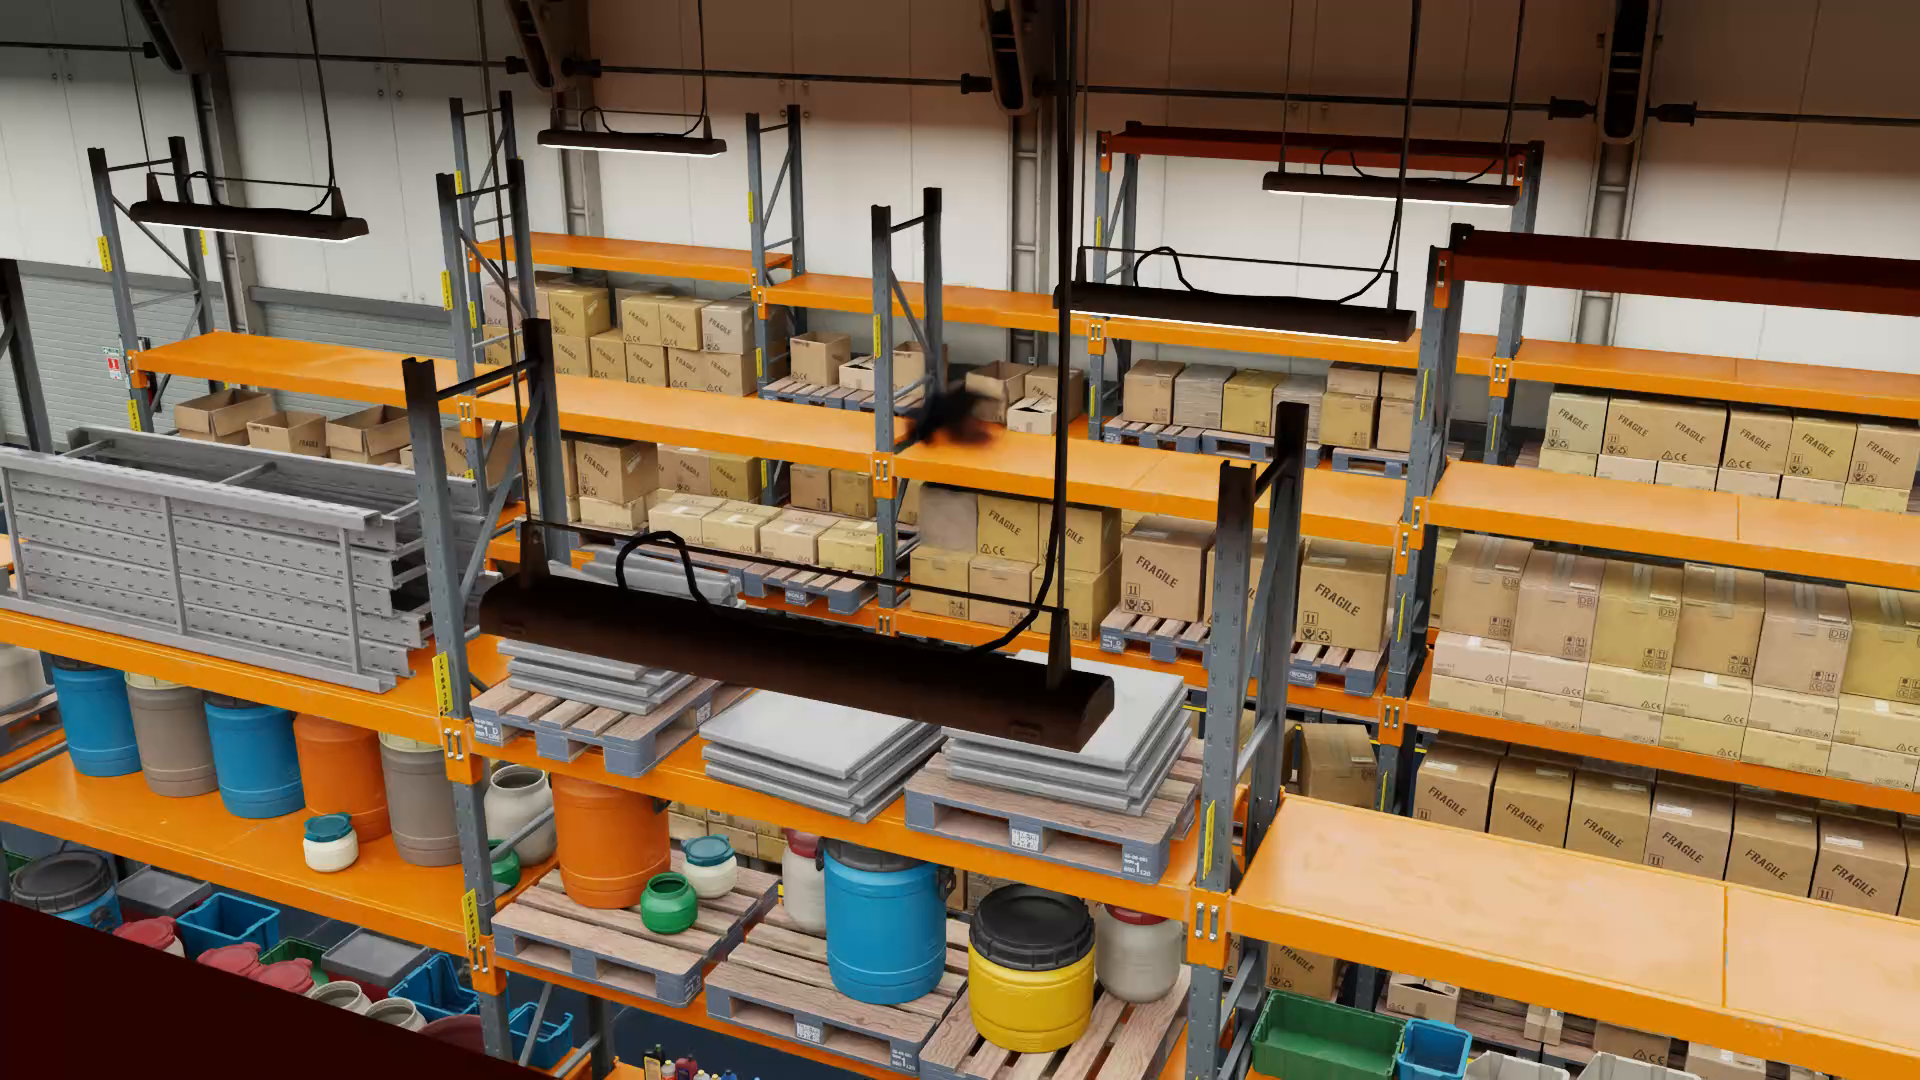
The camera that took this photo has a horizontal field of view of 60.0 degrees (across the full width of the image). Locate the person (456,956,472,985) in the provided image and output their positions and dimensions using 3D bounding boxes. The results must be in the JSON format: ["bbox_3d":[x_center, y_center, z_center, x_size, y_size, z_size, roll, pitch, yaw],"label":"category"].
[{"bbox_3d":[-4.058,2.596,12.644,0.854,1.818,0.693,9,22,22],"label":"person"}]

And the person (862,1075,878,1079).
[{"bbox_3d":[-0.617,3.140,11.088,0.547,1.770,0.709,11,23,28],"label":"person"}]
